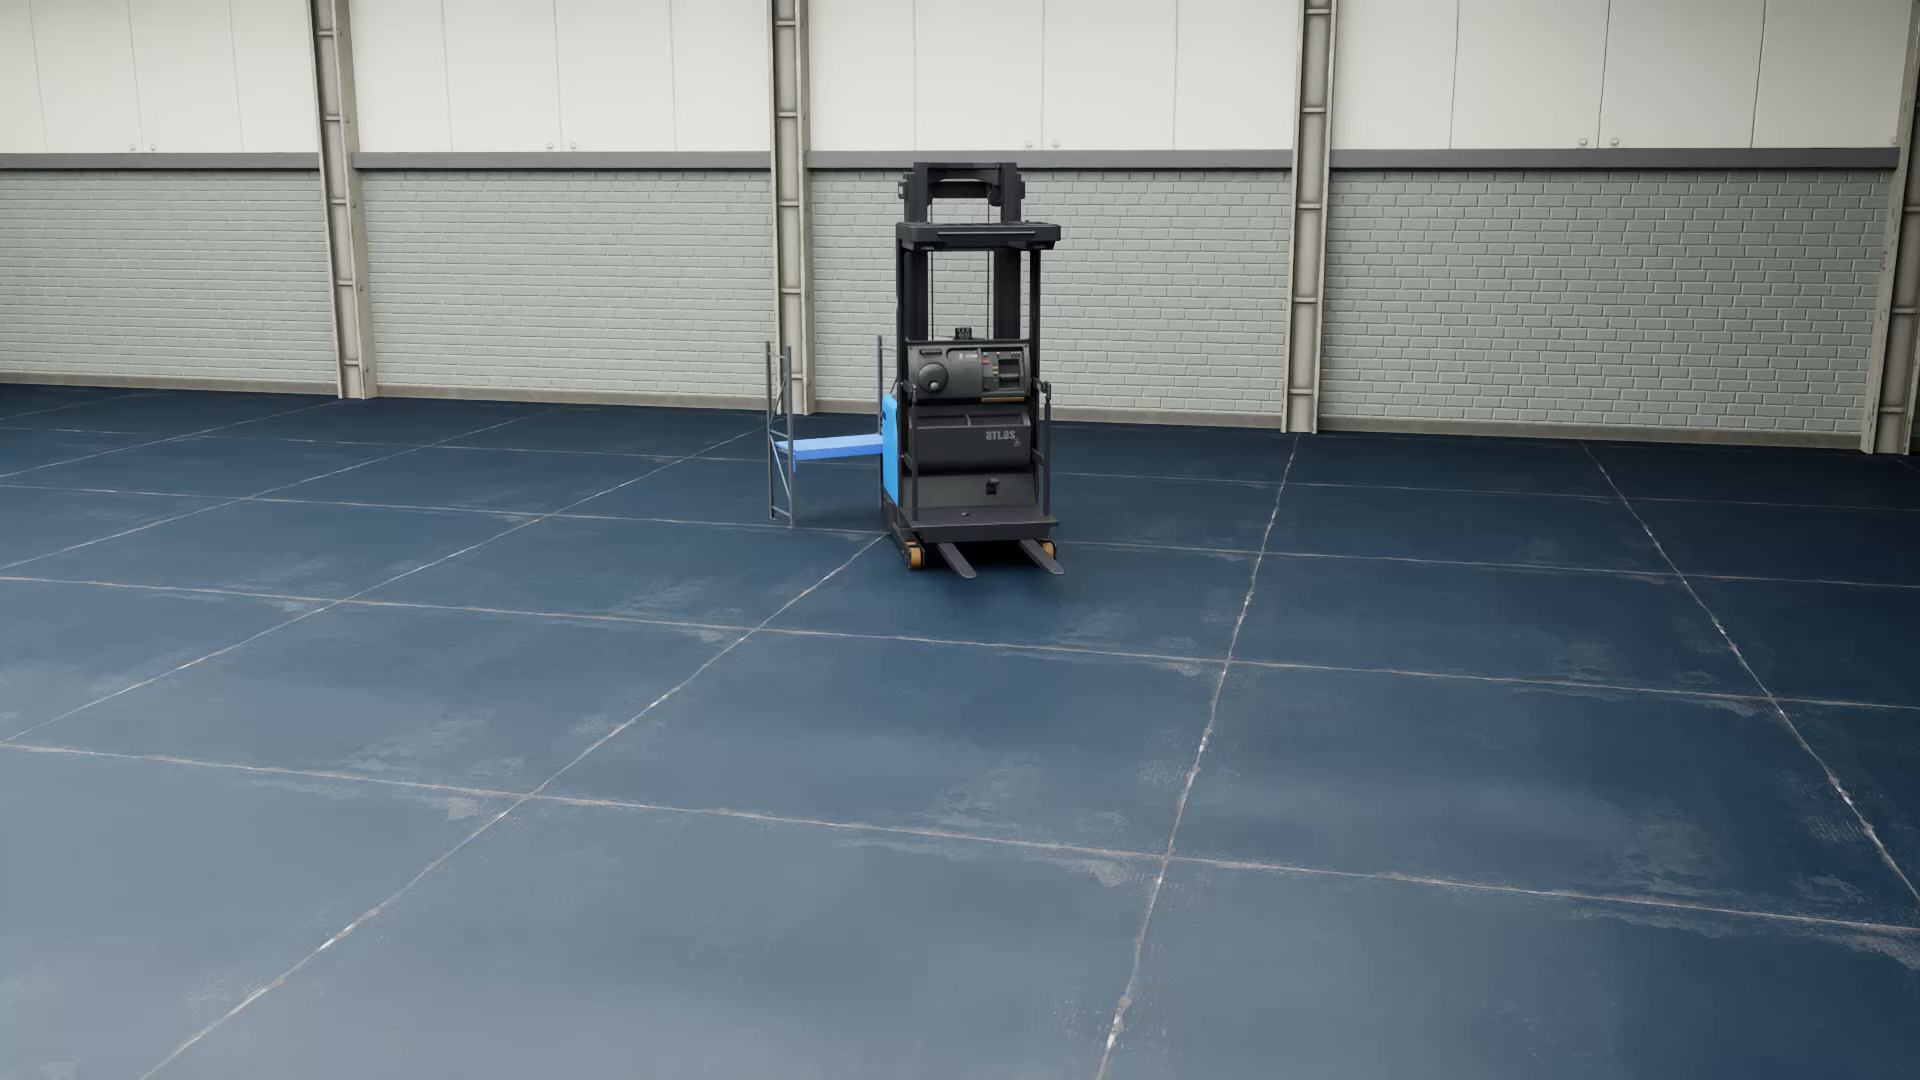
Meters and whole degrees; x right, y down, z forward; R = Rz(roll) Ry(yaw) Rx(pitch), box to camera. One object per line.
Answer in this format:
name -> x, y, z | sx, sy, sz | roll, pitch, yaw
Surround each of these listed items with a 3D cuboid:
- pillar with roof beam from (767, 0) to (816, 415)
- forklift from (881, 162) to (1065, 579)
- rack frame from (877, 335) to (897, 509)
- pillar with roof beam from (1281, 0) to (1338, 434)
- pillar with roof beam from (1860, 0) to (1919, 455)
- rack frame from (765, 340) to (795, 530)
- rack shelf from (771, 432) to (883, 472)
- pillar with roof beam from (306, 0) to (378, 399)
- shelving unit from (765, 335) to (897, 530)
pillar with roof beam -> -3.019, -5.033, 15.142 | 0.400, 9.000, 9.100 | 3, 13, 14
forklift -> 0.108, -1.298, 12.315 | 1.130, 2.935, 3.031 | -2, 13, -10
rack frame -> -0.578, -0.969, 14.139 | 0.032, 1.500, 0.500 | -6, 14, -27
pillar with roof beam -> 2.806, -4.721, 13.739 | 0.400, 9.000, 9.100 | 3, 13, 14
pillar with roof beam -> 8.631, -4.410, 12.335 | 0.400, 9.000, 9.100 | 3, 13, 14
rack frame -> -1.479, -0.867, 13.679 | 0.032, 1.500, 0.500 | -6, 14, -27
rack shelf -> -1.029, -0.742, 13.948 | 1.000, 0.185, 0.538 | -6, 14, -27
pillar with roof beam -> -8.844, -5.344, 16.545 | 0.400, 9.000, 9.100 | 3, 13, 14
shelving unit -> -1.029, -0.918, 13.909 | 1.048, 1.500, 0.538 | -6, 14, -27
